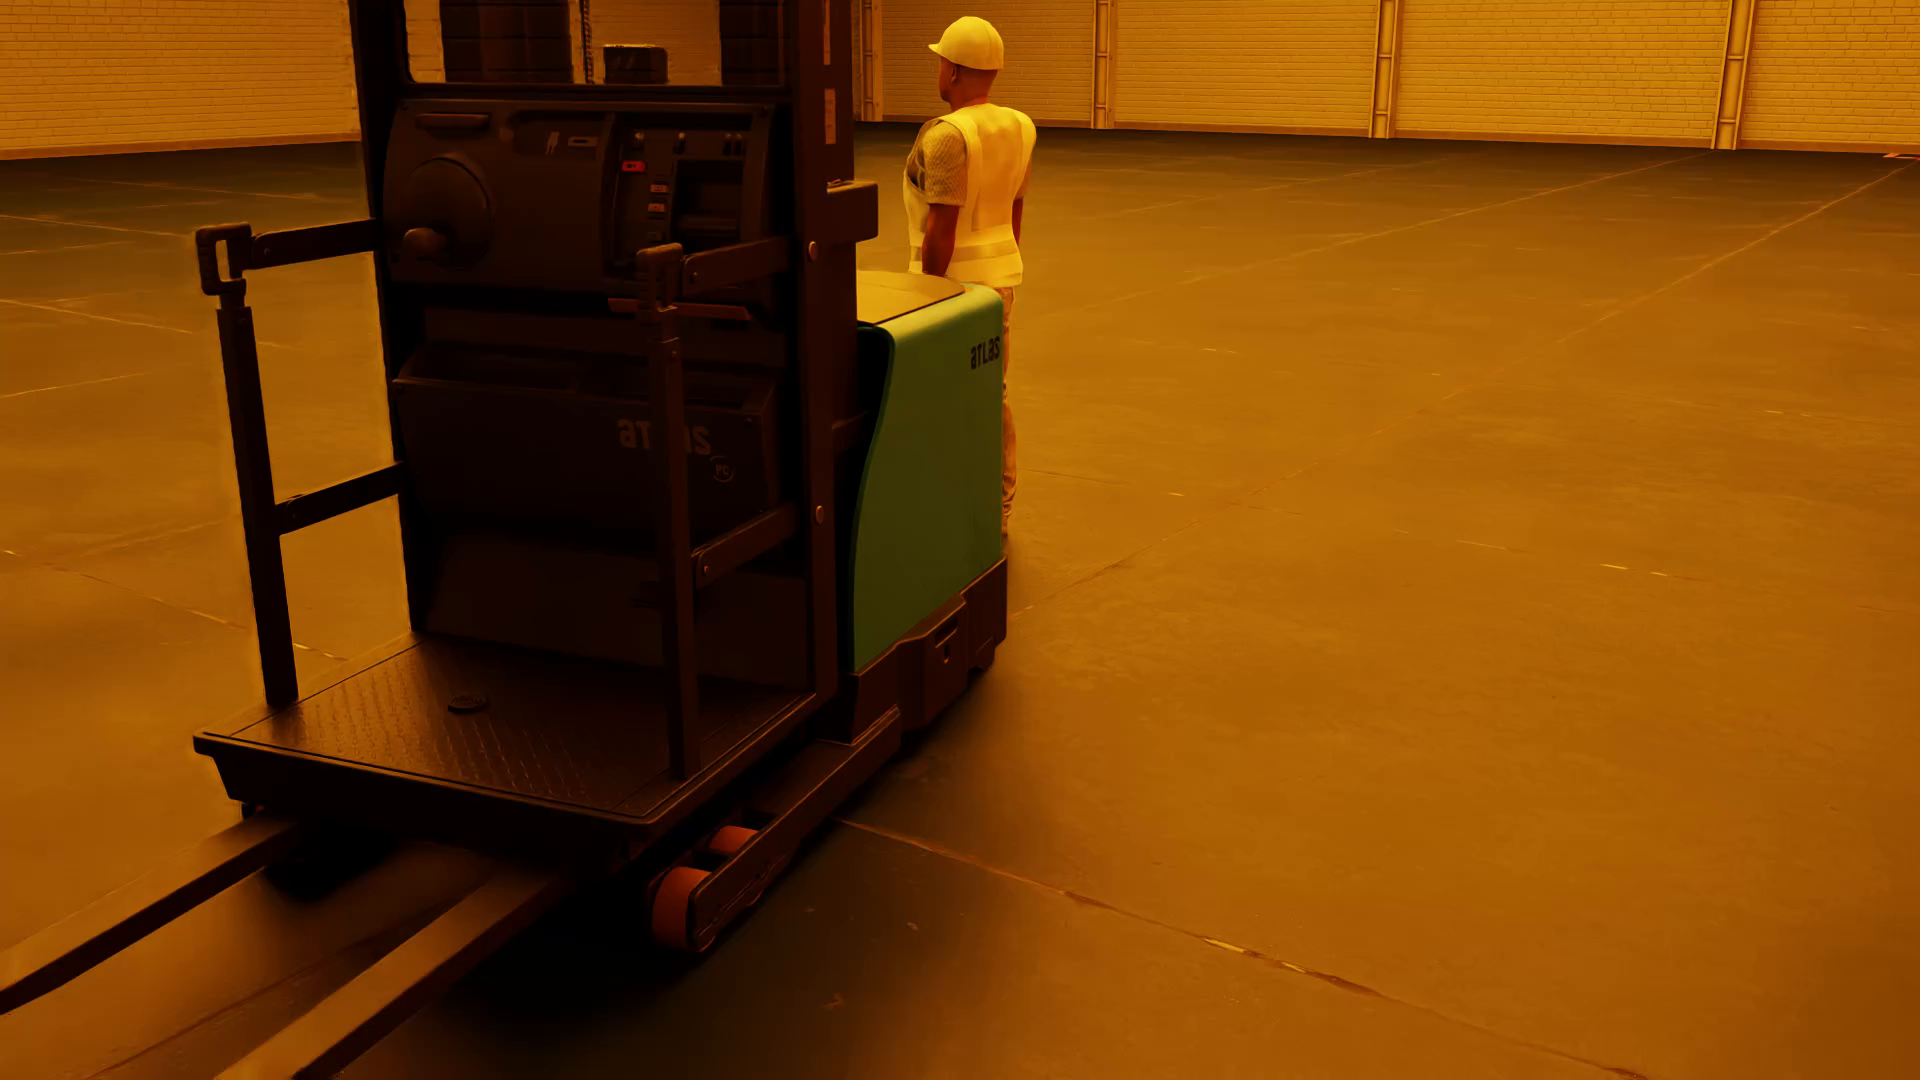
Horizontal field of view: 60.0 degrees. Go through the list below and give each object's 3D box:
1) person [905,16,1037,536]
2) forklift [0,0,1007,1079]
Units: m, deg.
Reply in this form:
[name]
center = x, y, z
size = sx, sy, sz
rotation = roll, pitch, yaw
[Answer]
[person]
center = -0.003, -0.855, 5.692
size = 0.387, 1.789, 0.543
rotation = 11, 20, 33
[forklift]
center = -0.886, -0.733, 3.285
size = 1.130, 2.935, 3.031
rotation = 7, 18, 21
